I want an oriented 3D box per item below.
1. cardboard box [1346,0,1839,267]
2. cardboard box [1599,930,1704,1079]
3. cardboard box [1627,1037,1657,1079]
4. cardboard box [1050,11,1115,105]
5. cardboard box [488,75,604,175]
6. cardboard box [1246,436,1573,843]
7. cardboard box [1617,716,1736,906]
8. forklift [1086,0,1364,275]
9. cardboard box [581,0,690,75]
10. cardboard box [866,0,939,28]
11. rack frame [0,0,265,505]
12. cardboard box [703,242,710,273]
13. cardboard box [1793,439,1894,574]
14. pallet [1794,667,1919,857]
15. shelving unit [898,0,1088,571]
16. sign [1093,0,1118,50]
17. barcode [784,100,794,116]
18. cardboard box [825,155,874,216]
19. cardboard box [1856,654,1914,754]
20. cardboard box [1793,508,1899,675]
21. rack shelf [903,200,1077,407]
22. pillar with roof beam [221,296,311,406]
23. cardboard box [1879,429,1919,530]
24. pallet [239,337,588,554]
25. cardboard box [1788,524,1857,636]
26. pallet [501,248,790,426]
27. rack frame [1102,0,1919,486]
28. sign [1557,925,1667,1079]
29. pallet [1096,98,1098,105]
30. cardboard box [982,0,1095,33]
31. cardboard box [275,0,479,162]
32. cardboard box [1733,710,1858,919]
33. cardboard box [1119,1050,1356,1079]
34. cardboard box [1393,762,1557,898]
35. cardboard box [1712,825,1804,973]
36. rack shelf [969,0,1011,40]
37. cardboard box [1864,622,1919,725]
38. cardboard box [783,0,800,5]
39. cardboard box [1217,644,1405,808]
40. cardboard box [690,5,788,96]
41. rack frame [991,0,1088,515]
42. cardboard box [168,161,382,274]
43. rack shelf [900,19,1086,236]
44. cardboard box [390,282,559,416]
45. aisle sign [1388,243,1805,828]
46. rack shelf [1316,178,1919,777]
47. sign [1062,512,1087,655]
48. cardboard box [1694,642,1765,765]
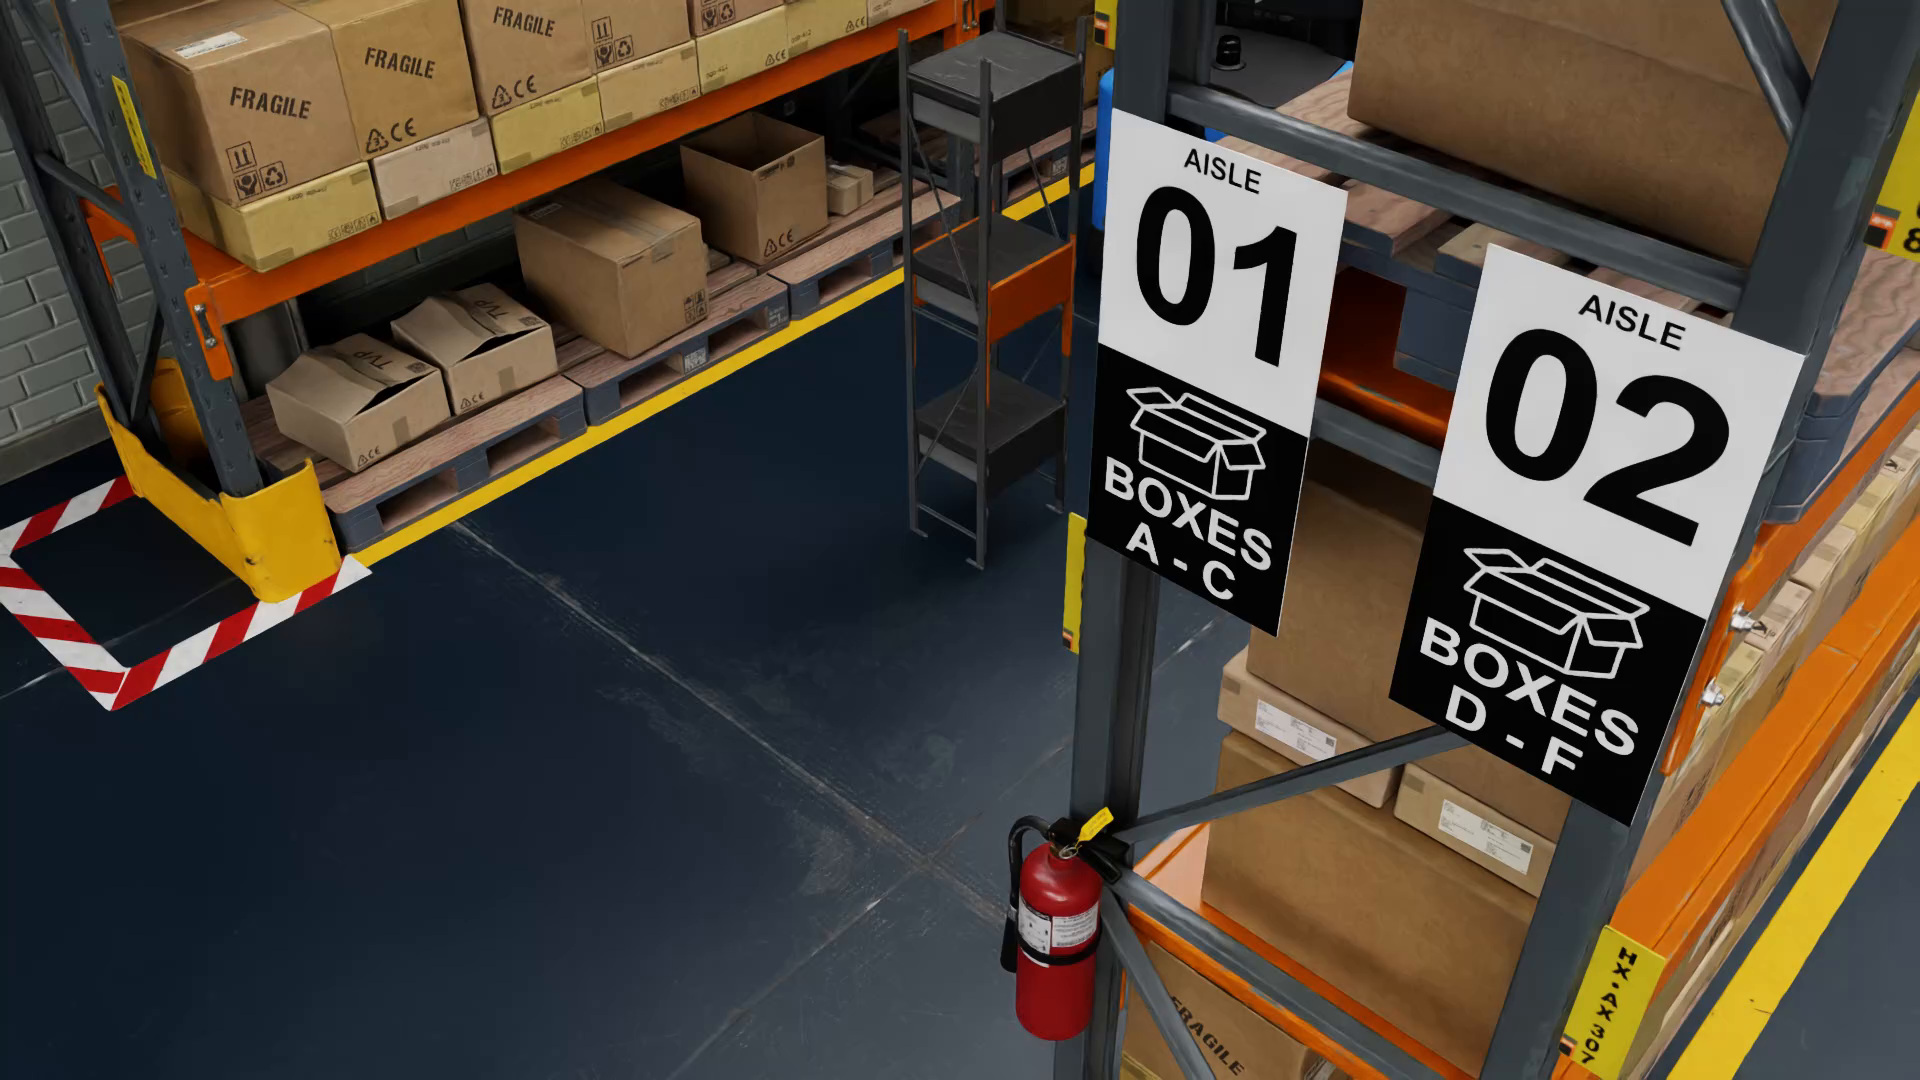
[{"bbox_3d":[1.019,-0.819,2.427,0.637,0.503,0.797,-31,48,-33],"label":"cardboard box"},{"bbox_3d":[1.490,1.112,4.211,0.500,0.500,0.500,30,47,32],"label":"cardboard box"},{"bbox_3d":[1.488,1.405,4.445,0.500,0.250,0.500,30,47,32],"label":"cardboard box"},{"bbox_3d":[0.463,-2.836,9.562,0.700,0.500,0.500,29,47,31],"label":"cardboard box"},{"bbox_3d":[-1.780,-1.717,6.604,0.500,0.250,0.500,29,47,31],"label":"cardboard box"},{"bbox_3d":[0.988,0.097,3.096,0.700,0.500,0.500,30,47,32],"label":"cardboard box"},{"bbox_3d":[1.303,0.386,3.775,0.700,0.500,0.500,31,48,33],"label":"cardboard box"},{"bbox_3d":[1.804,-3.108,8.304,1.130,2.935,3.031,20,43,23],"label":"forklift"},{"bbox_3d":[-1.454,-2.237,6.655,0.500,0.500,0.500,31,48,33],"label":"cardboard box"},{"bbox_3d":[-0.429,-2.643,7.768,0.500,0.250,0.500,30,47,32],"label":"cardboard box"},{"bbox_3d":[-3.031,-1.201,5.851,1.000,3.000,0.127,30,47,32],"label":"rack frame"},{"bbox_3d":[-1.426,-1.369,7.998,0.380,0.149,0.250,26,45,29],"label":"cardboard box"},{"bbox_3d":[1.678,-0.379,3.694,0.700,0.500,0.500,30,47,32],"label":"cardboard box"},{"bbox_3d":[2.759,0.479,5.978,1.003,0.211,1.213,30,47,32],"label":"pallet"},{"bbox_3d":[0.112,-0.898,6.192,0.431,2.100,0.503,30,47,32],"label":"shelving unit"},{"bbox_3d":[0.237,-0.847,2.347,0.100,0.325,0.005,30,47,32],"label":"sign"},{"bbox_3d":[-0.874,-2.211,8.518,0.001,0.075,0.075,30,47,32],"label":"barcode"},{"bbox_3d":[-0.671,-1.844,8.582,0.380,0.166,0.250,23,44,27],"label":"cardboard box"},{"bbox_3d":[2.830,0.482,5.606,0.500,0.250,0.500,30,47,32],"label":"cardboard box"},{"bbox_3d":[1.995,-0.084,4.365,0.700,0.500,0.500,31,48,33],"label":"cardboard box"},{"bbox_3d":[0.112,-0.887,6.201,0.431,0.518,0.480,30,47,32],"label":"rack shelf"},{"bbox_3d":[-0.020,-2.427,2.571,9.100,9.000,0.400,30,47,32],"label":"pillar with roof beam"},{"bbox_3d":[2.089,-0.212,4.005,0.380,0.149,0.250,30,47,32],"label":"cardboard box"},{"bbox_3d":[-2.406,-0.503,7.213,1.003,0.211,1.213,30,47,32],"label":"pallet"},{"bbox_3d":[1.747,0.019,3.714,0.380,0.149,0.250,28,46,31],"label":"cardboard box"},{"bbox_3d":[-1.583,-1.061,7.915,1.003,0.211,1.213,30,47,32],"label":"pallet"},{"bbox_3d":[0.628,-1.471,1.370,1.000,3.000,0.127,30,47,32],"label":"rack frame"},{"bbox_3d":[1.033,0.743,2.646,0.100,0.325,0.005,30,47,32],"label":"sign"},{"bbox_3d":[1.014,-2.869,10.188,1.003,0.211,1.213,30,47,32],"label":"pallet"},{"bbox_3d":[0.446,-3.075,9.260,0.500,0.250,0.500,29,47,31],"label":"cardboard box"},{"bbox_3d":[-2.147,-1.760,6.055,0.500,0.500,0.500,30,47,32],"label":"cardboard box"},{"bbox_3d":[2.168,0.654,4.786,0.500,0.500,0.500,30,47,32],"label":"cardboard box"},{"bbox_3d":[0.771,1.418,4.428,0.500,0.250,0.500,30,47,32],"label":"cardboard box"},{"bbox_3d":[1.051,0.494,3.117,0.380,0.149,0.250,29,47,32],"label":"cardboard box"},{"bbox_3d":[2.167,0.948,5.020,0.500,0.250,0.500,30,47,32],"label":"cardboard box"},{"bbox_3d":[1.017,-3.676,9.541,1.077,0.370,4.000,30,47,32],"label":"rack shelf"},{"bbox_3d":[2.829,0.187,5.374,0.500,0.500,0.500,30,47,32],"label":"cardboard box"},{"bbox_3d":[-0.756,-2.703,7.241,0.500,0.500,0.500,29,47,32],"label":"cardboard box"},{"bbox_3d":[0.745,0.328,3.325,0.380,0.149,0.250,29,47,31],"label":"cardboard box"},{"bbox_3d":[-1.099,-2.180,7.186,0.500,0.250,0.500,29,47,32],"label":"cardboard box"},{"bbox_3d":[0.276,-1.010,6.333,0.400,2.100,0.015,30,47,32],"label":"rack frame"},{"bbox_3d":[-2.468,-1.241,6.005,0.500,0.250,0.500,28,46,31],"label":"cardboard box"},{"bbox_3d":[0.112,-1.435,5.765,0.431,0.518,0.480,30,47,32],"label":"rack shelf"},{"bbox_3d":[-2.113,-0.863,7.232,0.500,0.311,0.500,-30,47,-32],"label":"cardboard box"},{"bbox_3d":[0.810,0.018,2.228,0.394,0.787,0.004,30,47,32],"label":"aisle sign"},{"bbox_3d":[1.977,-0.934,3.683,1.077,0.370,4.000,30,47,32],"label":"rack shelf"},{"bbox_3d":[0.237,0.097,3.097,0.100,0.325,0.005,30,47,32],"label":"sign"},{"bbox_3d":[1.397,0.258,3.414,0.380,0.149,0.250,30,47,32],"label":"cardboard box"}]
